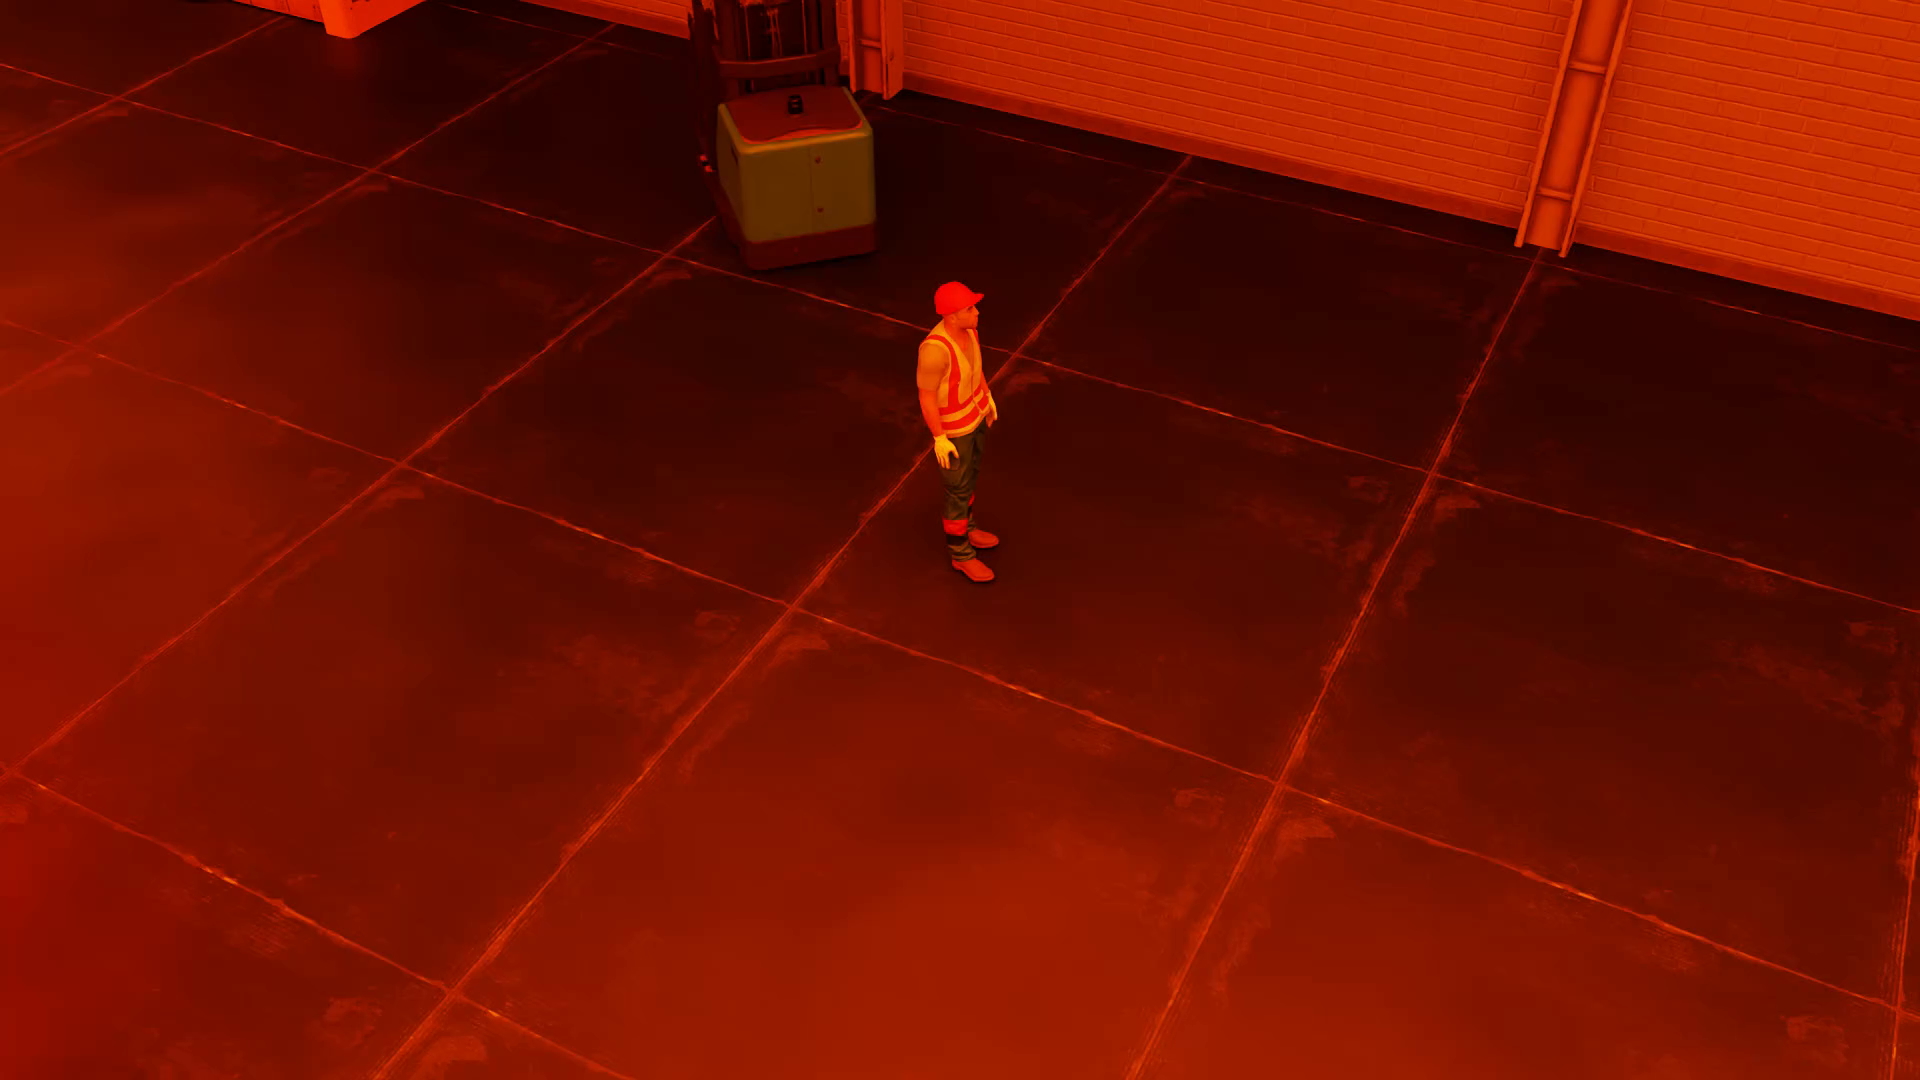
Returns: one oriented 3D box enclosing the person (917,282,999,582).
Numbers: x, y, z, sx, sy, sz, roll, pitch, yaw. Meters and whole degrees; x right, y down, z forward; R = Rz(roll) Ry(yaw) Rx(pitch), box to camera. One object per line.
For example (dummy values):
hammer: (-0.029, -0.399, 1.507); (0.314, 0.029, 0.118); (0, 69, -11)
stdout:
person: (0.065, -0.657, 9.646); (0.564, 1.782, 0.637); (18, 43, 21)

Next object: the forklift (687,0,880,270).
forklift: (-1.560, -4.117, 12.874); (1.130, 2.935, 3.031); (-12, 42, -14)
